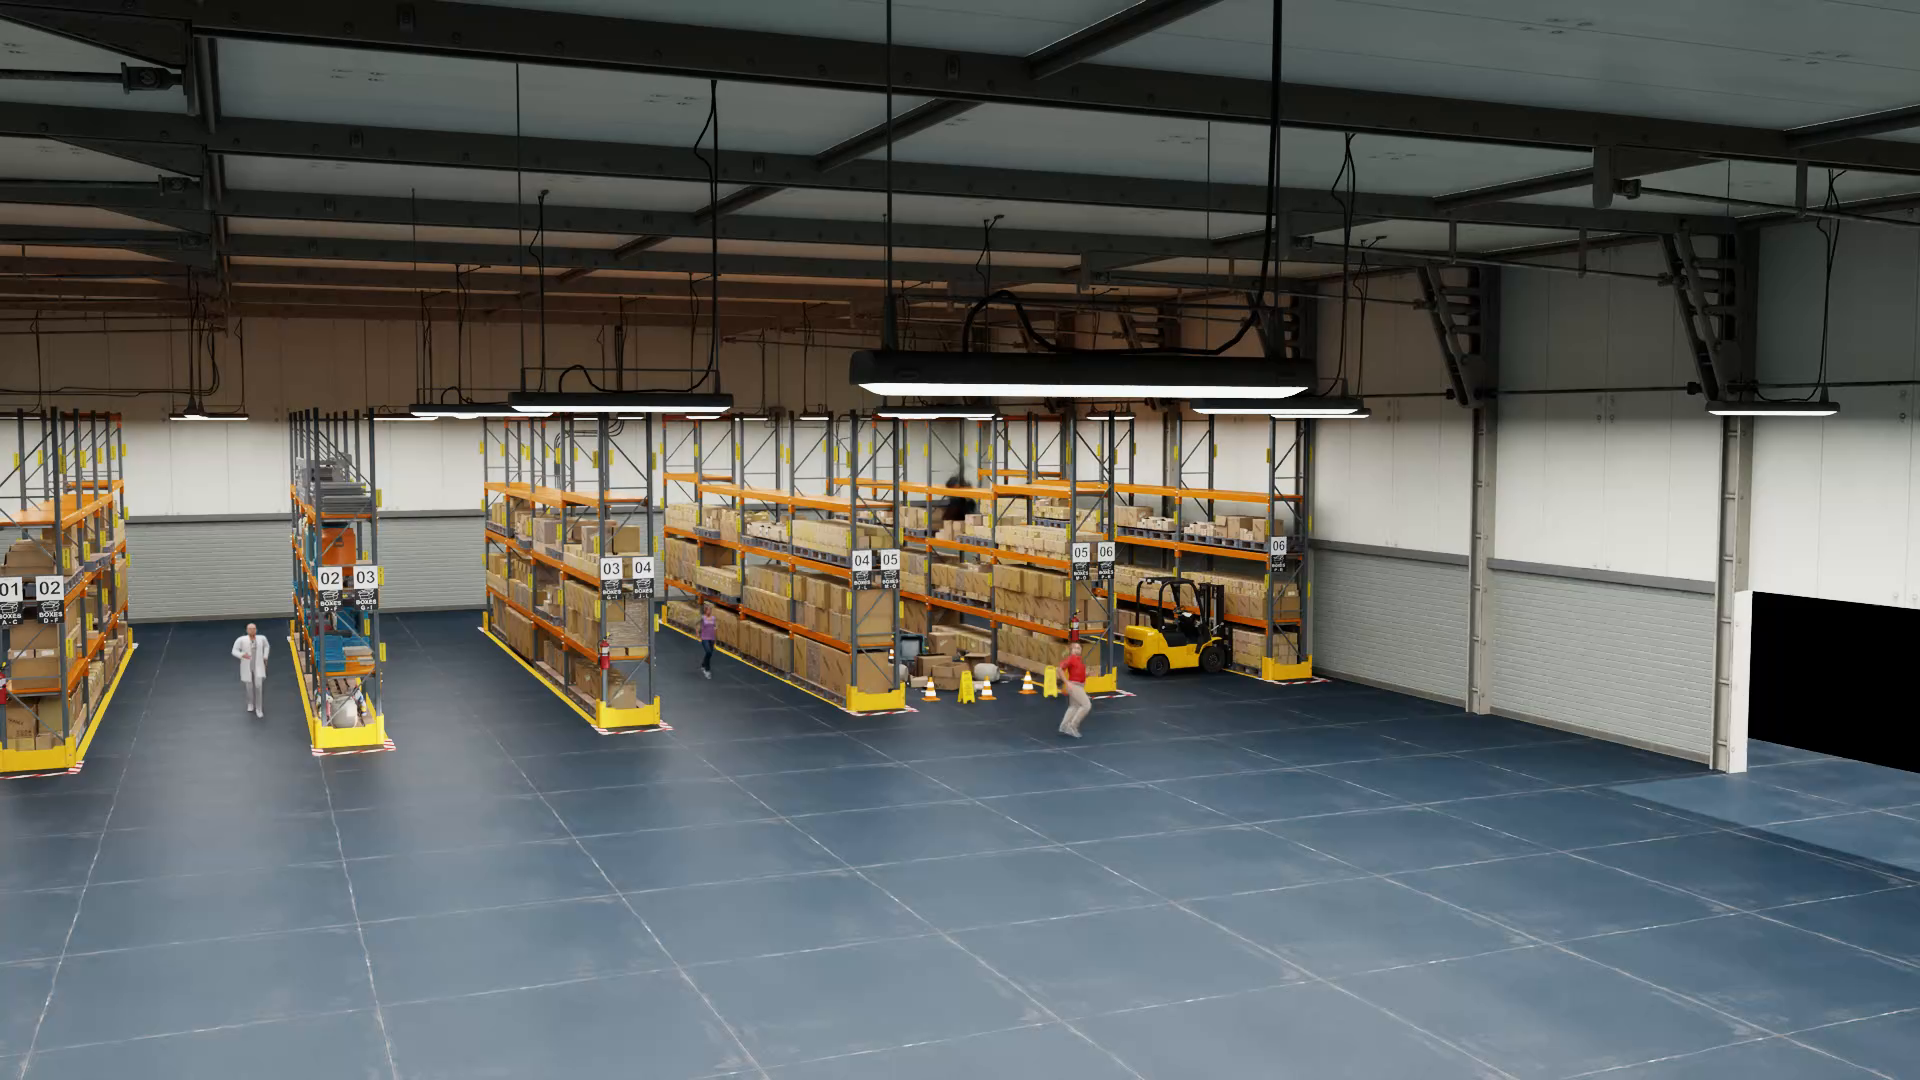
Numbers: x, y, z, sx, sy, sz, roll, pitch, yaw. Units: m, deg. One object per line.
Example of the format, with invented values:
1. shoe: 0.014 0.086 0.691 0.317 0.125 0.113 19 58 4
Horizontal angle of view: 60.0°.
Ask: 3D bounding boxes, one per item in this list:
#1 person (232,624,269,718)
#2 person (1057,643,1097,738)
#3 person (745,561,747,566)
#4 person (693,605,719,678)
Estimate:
1. person: -13.930 2.542 32.687 0.694 1.817 0.946 -2 4 -26
2. person: 2.146 2.746 30.370 0.703 1.748 0.636 1 4 16
3. person: -6.288 1.450 48.378 0.691 1.748 0.804 -3 5 -32
4. person: -5.708 2.289 37.610 0.503 1.644 0.710 -3 5 -38
